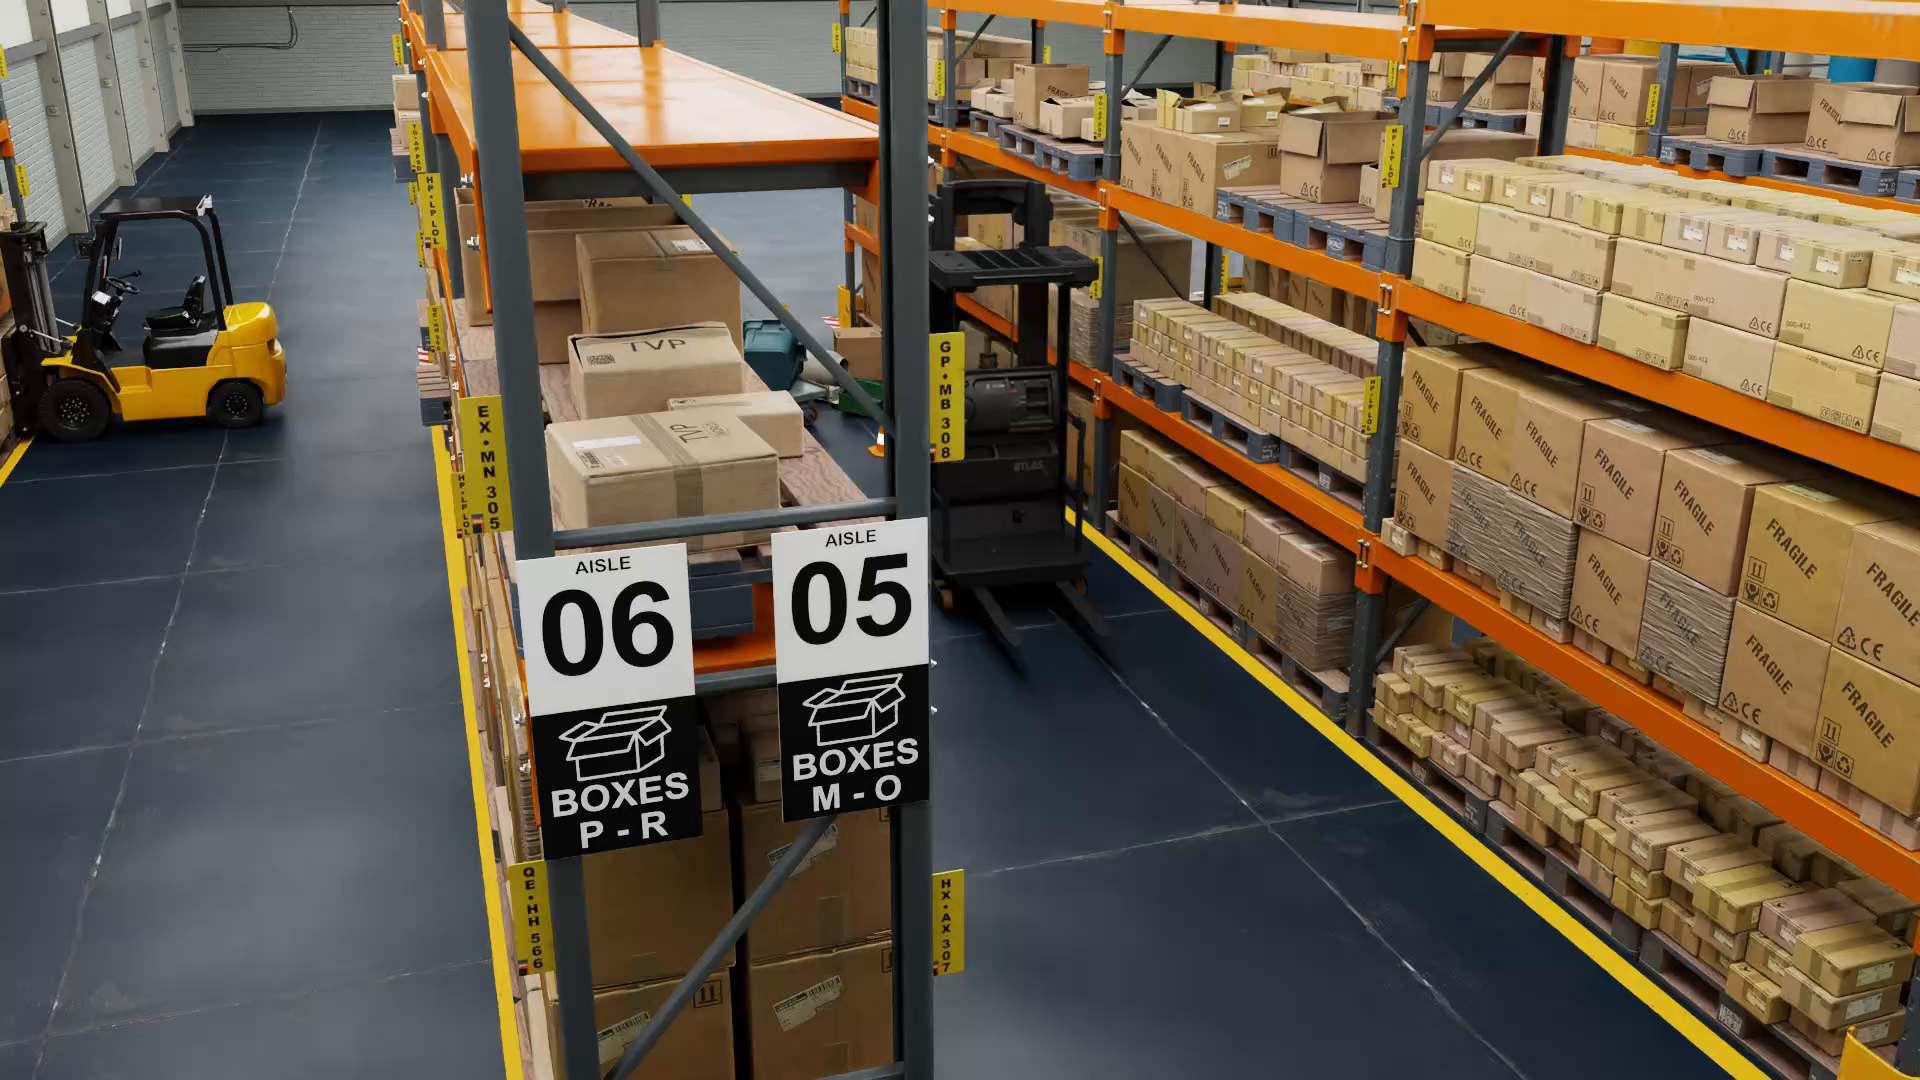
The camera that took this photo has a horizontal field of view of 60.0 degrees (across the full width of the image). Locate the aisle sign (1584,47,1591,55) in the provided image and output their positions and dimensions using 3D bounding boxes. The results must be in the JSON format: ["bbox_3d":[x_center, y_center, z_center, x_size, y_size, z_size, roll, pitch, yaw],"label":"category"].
[{"bbox_3d":[8.774,-6.425,23.022,0.394,0.787,0.004,-6,21,-17],"label":"aisle sign"}]

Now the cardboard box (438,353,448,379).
[{"bbox_3d":[-3.682,-1.315,12.390,0.380,0.149,0.250,-7,21,-18],"label":"cardboard box"}]

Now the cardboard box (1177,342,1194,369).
[{"bbox_3d":[1.802,-1.349,12.045,0.380,0.149,0.250,-6,21,-17],"label":"cardboard box"}]

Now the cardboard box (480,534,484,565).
[{"bbox_3d":[-1.903,-0.056,7.508,0.500,0.500,0.500,-6,21,-17],"label":"cardboard box"}]

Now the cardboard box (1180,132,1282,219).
[{"bbox_3d":[1.840,-2.487,11.317,0.500,0.500,0.500,-6,21,-17],"label":"cardboard box"}]

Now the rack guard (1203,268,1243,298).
[{"bbox_3d":[3.837,-3.420,22.199,1.175,0.500,0.348,-6,21,-17],"label":"rack guard"}]

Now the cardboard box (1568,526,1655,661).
[{"bbox_3d":[3.243,0.216,7.791,0.500,0.500,0.500,-5,20,-14],"label":"cardboard box"}]

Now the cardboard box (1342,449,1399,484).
[{"bbox_3d":[2.531,-0.461,10.013,0.380,0.149,0.250,-7,21,-18],"label":"cardboard box"}]

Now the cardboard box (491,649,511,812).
[{"bbox_3d":[-1.620,0.737,6.781,0.500,0.500,0.500,-6,21,-17],"label":"cardboard box"}]

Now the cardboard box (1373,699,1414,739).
[{"bbox_3d":[2.654,1.020,9.736,0.380,0.149,0.250,-7,21,-20],"label":"cardboard box"}]

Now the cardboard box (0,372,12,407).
[{"bbox_3d":[-9.215,-1.407,15.602,0.500,0.250,0.500,-7,21,-18],"label":"cardboard box"}]

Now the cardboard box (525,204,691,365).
[{"bbox_3d":[-1.369,-0.993,6.383,0.797,0.503,0.637,-5,20,-13],"label":"cardboard box"}]

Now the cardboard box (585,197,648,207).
[{"bbox_3d":[-1.825,-1.687,8.469,0.500,0.500,0.500,-7,21,-18],"label":"cardboard box"}]

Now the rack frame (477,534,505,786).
[{"bbox_3d":[-1.823,0.283,8.191,1.000,3.000,0.127,-6,21,-17],"label":"rack frame"}]

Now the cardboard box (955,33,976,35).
[{"bbox_3d":[0.060,-5.397,17.991,0.380,0.149,0.250,-6,21,-17],"label":"cardboard box"}]

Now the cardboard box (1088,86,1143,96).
[{"bbox_3d":[1.249,-3.755,14.358,0.500,0.311,0.500,-7,21,-18],"label":"cardboard box"}]

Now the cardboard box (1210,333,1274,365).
[{"bbox_3d":[1.963,-1.328,11.546,0.380,0.149,0.250,-6,21,-16],"label":"cardboard box"}]

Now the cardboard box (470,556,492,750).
[{"bbox_3d":[-2.385,0.606,9.814,0.875,0.875,0.875,-6,21,-16],"label":"cardboard box"}]

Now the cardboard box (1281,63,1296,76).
[{"bbox_3d":[4.056,-5.616,19.808,0.380,0.149,0.250,-7,21,-20],"label":"cardboard box"}]

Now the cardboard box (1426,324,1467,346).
[{"bbox_3d":[5.375,-2.013,17.632,0.700,0.500,0.500,-7,21,-18],"label":"cardboard box"}]

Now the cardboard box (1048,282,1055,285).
[{"bbox_3d":[0.878,-2.043,14.518,0.500,0.500,0.500,-7,21,-18],"label":"cardboard box"}]

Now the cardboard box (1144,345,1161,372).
[{"bbox_3d":[1.620,-1.387,12.592,0.380,0.149,0.250,-5,20,-15],"label":"cardboard box"}]

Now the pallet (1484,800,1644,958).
[{"bbox_3d":[3.476,1.641,8.536,1.003,0.211,1.213,-6,21,-17],"label":"pallet"}]

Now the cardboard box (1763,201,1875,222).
[{"bbox_3d":[3.756,-1.385,7.292,0.380,0.149,0.250,-6,21,-15],"label":"cardboard box"}]

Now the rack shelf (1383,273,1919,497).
[{"bbox_3d":[3.473,-0.707,7.573,1.077,0.370,4.000,-6,21,-17],"label":"rack shelf"}]

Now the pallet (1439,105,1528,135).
[{"bbox_3d":[5.492,-4.119,16.286,1.213,0.211,1.003,-6,21,-17],"label":"pallet"}]

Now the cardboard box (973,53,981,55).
[{"bbox_3d":[0.282,-4.917,17.243,0.500,0.250,0.500,-7,21,-18],"label":"cardboard box"}]

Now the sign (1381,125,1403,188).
[{"bbox_3d":[2.318,-2.056,8.917,0.100,0.325,0.005,-6,21,-17],"label":"sign"}]

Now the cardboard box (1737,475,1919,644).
[{"bbox_3d":[3.562,0.068,6.724,0.500,0.500,0.500,-7,21,-19],"label":"cardboard box"}]

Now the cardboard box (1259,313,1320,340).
[{"bbox_3d":[2.423,-1.560,12.192,0.380,0.149,0.250,-6,21,-16],"label":"cardboard box"}]

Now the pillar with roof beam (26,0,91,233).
[{"bbox_3d":[-10.628,-9.852,27.533,9.100,9.000,0.400,-6,21,-17],"label":"pillar with roof beam"}]

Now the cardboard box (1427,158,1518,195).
[{"bbox_3d":[2.706,-1.920,8.781,0.380,0.149,0.250,-7,21,-18],"label":"cardboard box"}]

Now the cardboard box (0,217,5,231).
[{"bbox_3d":[-9.799,-3.142,16.618,0.380,0.149,0.250,-6,21,-16],"label":"cardboard box"}]

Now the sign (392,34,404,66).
[{"bbox_3d":[-6.110,-5.333,18.097,0.100,0.325,0.005,-6,21,-17],"label":"sign"}]

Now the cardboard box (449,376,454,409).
[{"bbox_3d":[-3.156,-0.976,11.180,0.500,0.250,0.500,-7,21,-18],"label":"cardboard box"}]

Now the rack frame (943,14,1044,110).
[{"bbox_3d":[0.330,-5.666,15.879,1.000,3.000,0.127,-6,21,-17],"label":"rack frame"}]

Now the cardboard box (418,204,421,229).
[{"bbox_3d":[-5.382,-3.244,17.423,0.500,0.500,0.500,-7,21,-18],"label":"cardboard box"}]

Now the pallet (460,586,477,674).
[{"bbox_3d":[-2.904,0.573,11.510,1.003,0.211,1.213,-6,21,-17],"label":"pallet"}]

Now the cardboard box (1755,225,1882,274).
[{"bbox_3d":[3.444,-1.164,6.675,0.380,0.149,0.250,-7,21,-18],"label":"cardboard box"}]

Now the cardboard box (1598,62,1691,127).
[{"bbox_3d":[5.940,-3.874,14.440,0.500,0.500,0.500,-6,21,-16],"label":"cardboard box"}]

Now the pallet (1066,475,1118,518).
[{"bbox_3d":[1.411,-0.508,14.518,1.003,0.211,1.213,-6,21,-17],"label":"pallet"}]

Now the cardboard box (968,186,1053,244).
[{"bbox_3d":[0.491,-3.202,16.265,0.700,0.500,0.500,-7,21,-18],"label":"cardboard box"}]

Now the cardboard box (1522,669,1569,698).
[{"bbox_3d":[3.406,0.832,9.378,0.380,0.149,0.250,-7,21,-18],"label":"cardboard box"}]

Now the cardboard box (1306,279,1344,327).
[{"bbox_3d":[4.525,-2.865,20.032,0.500,0.500,0.500,-8,21,-22],"label":"cardboard box"}]

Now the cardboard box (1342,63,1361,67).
[{"bbox_3d":[4.701,-5.496,19.477,0.380,0.149,0.250,-6,21,-16],"label":"cardboard box"}]

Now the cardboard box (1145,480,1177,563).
[{"bbox_3d":[1.728,-0.165,12.515,0.500,0.500,0.500,-6,21,-17],"label":"cardboard box"}]

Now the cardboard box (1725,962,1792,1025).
[{"bbox_3d":[3.561,1.934,7.191,0.380,0.149,0.250,-6,21,-16],"label":"cardboard box"}]

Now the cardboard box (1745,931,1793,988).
[{"bbox_3d":[3.634,1.784,7.169,0.380,0.149,0.250,-7,21,-18],"label":"cardboard box"}]

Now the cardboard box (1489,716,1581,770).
[{"bbox_3d":[3.018,1.064,8.734,0.380,0.149,0.250,-6,21,-16],"label":"cardboard box"}]

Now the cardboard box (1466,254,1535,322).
[{"bbox_3d":[2.905,-1.280,8.328,0.500,0.250,0.500,-7,21,-18],"label":"cardboard box"}]

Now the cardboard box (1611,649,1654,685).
[{"bbox_3d":[3.310,0.546,7.831,0.380,0.149,0.250,-6,21,-16],"label":"cardboard box"}]

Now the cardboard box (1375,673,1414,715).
[{"bbox_3d":[2.654,0.879,9.688,0.380,0.149,0.250,-5,20,-15],"label":"cardboard box"}]

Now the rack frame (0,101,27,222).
[{"bbox_3d":[-10.306,-3.039,17.441,1.000,3.000,0.127,-6,21,-17],"label":"rack frame"}]

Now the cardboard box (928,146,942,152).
[{"bbox_3d":[-0.250,-4.065,18.476,0.875,0.550,0.500,-6,21,-17],"label":"cardboard box"}]

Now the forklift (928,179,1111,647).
[{"bbox_3d":[0.317,-1.004,11.875,1.130,2.935,3.031,-5,20,-13],"label":"forklift"}]
